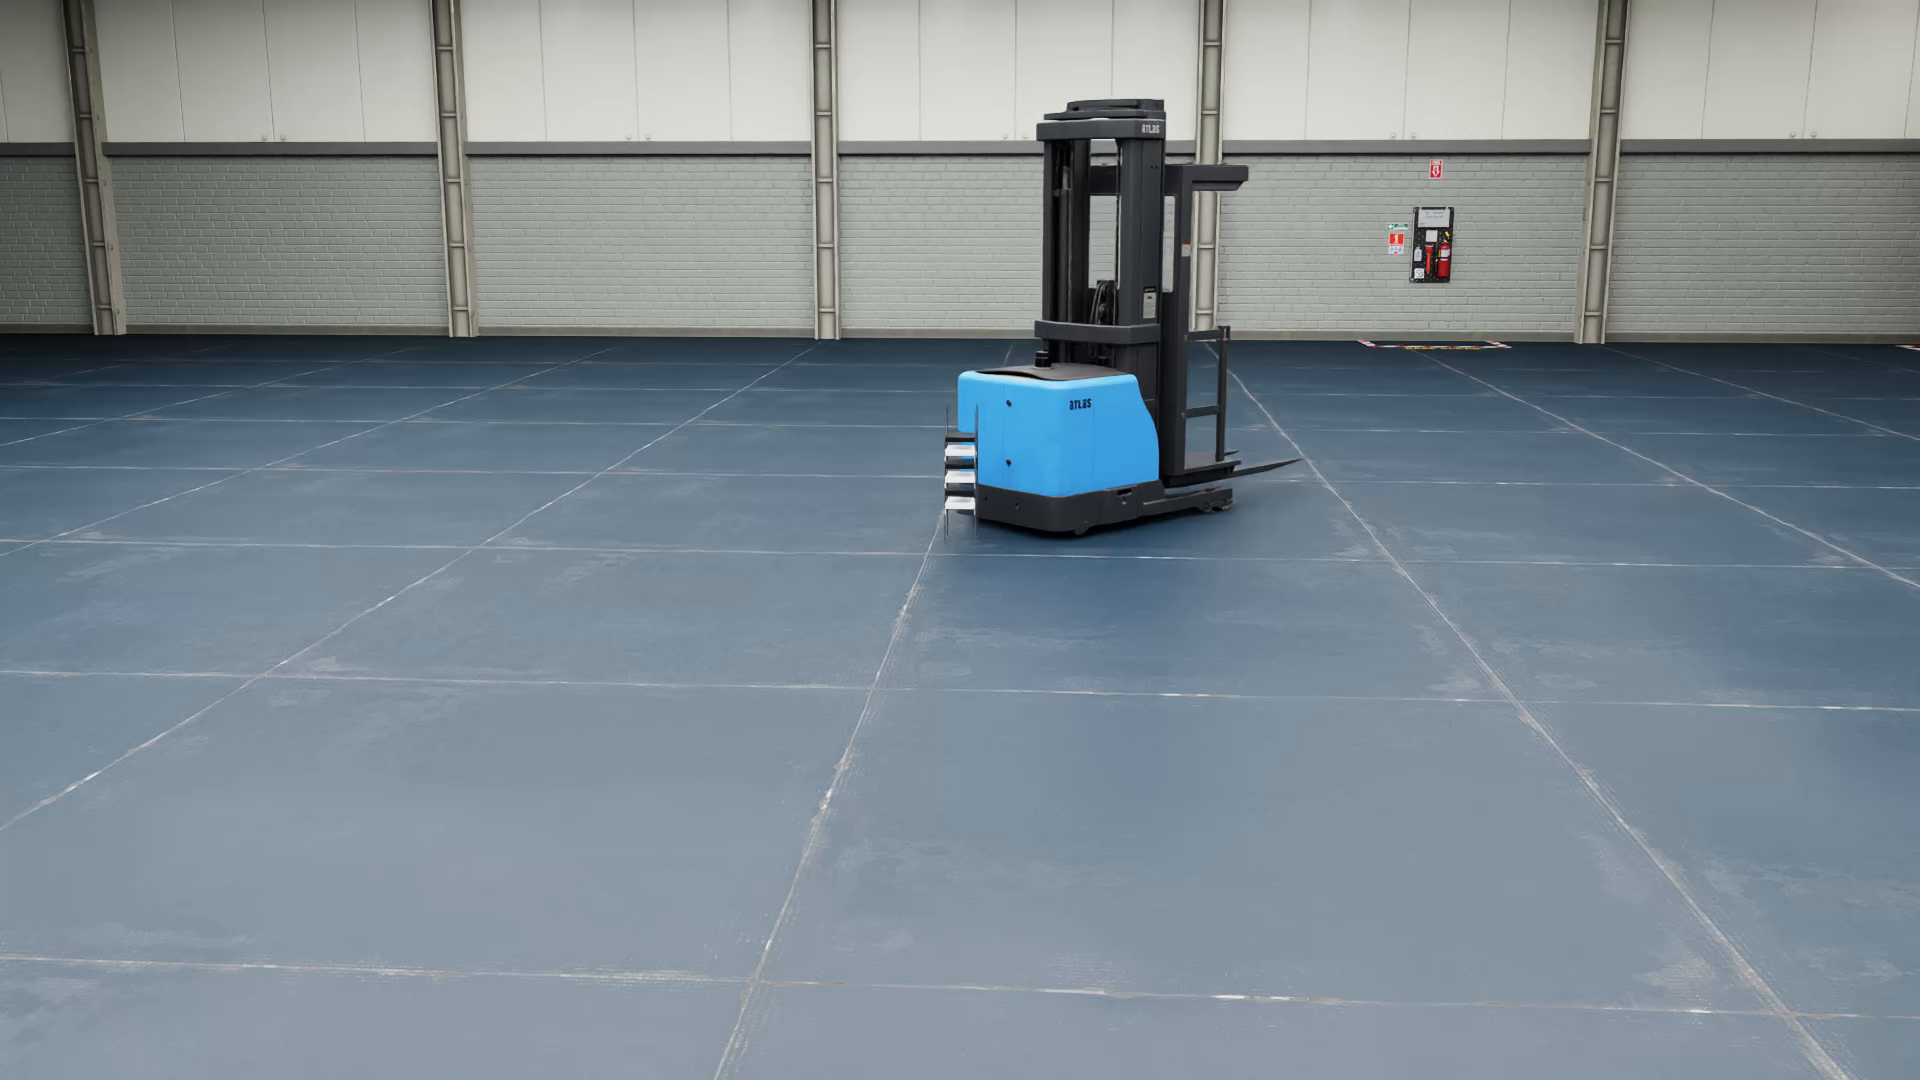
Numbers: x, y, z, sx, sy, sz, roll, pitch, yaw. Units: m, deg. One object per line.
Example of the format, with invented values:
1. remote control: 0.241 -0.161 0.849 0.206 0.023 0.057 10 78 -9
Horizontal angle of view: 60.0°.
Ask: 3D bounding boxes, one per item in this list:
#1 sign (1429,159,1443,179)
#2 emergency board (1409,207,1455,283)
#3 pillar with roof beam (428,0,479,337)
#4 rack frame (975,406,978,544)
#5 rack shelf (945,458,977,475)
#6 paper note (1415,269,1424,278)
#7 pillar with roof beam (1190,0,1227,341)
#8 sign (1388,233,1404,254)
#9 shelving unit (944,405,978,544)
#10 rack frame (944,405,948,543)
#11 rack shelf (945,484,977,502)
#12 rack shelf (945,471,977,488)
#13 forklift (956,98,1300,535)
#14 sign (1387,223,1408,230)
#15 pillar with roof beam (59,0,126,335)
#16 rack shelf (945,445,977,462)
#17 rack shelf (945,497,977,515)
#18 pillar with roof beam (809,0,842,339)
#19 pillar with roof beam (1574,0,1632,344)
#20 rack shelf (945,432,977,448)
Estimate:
1. sign: 7.383 -5.756 25.795 0.199 0.298 0.001 1 12 4
2. emergency board: 7.384 -4.600 25.935 0.643 1.169 0.194 1 12 4
3. pillar with roof beam: -8.400 -6.862 22.094 0.400 9.000 9.100 1 12 4
4. rack frame: 0.110 -0.439 11.169 0.006 0.900 0.240 1 12 4
5. rack shelf: 0.008 -0.496 11.164 0.200 0.077 0.258 1 12 4
6. paper note: 7.212 -4.186 26.104 0.142 0.148 0.016 1 12 4
7. pillar with roof beam: 3.573 -6.698 21.310 0.400 9.000 9.100 1 12 4
8. sign: 6.840 -4.647 26.068 0.234 0.329 0.001 1 12 4
9. shelving unit: 0.008 -0.440 11.175 0.210 0.900 0.258 1 12 4
10. rack frame: -0.093 -0.442 11.182 0.006 0.900 0.240 1 12 4
11. rack shelf: 0.008 -0.320 11.201 0.200 0.077 0.258 1 12 4
12. rack shelf: 0.008 -0.408 11.182 0.200 0.077 0.258 1 12 4
13. forklift: 1.388 -1.699 12.234 3.031 2.935 1.130 -11 16 -42
14. sign: 6.844 -4.904 26.005 0.331 0.109 0.001 1 12 4
15. pillar with roof beam: -14.386 -6.944 22.487 0.400 9.000 9.100 1 12 4
16. rack shelf: 0.008 -0.584 11.145 0.200 0.077 0.258 1 12 4
17. rack shelf: 0.008 -0.232 11.219 0.200 0.077 0.258 1 12 4
18. pillar with roof beam: -2.413 -6.780 21.702 0.400 9.000 9.100 1 12 4
19. pillar with roof beam: 9.560 -6.616 20.917 0.400 9.000 9.100 1 12 4
20. rack shelf: 0.008 -0.672 11.127 0.200 0.077 0.258 1 12 4
